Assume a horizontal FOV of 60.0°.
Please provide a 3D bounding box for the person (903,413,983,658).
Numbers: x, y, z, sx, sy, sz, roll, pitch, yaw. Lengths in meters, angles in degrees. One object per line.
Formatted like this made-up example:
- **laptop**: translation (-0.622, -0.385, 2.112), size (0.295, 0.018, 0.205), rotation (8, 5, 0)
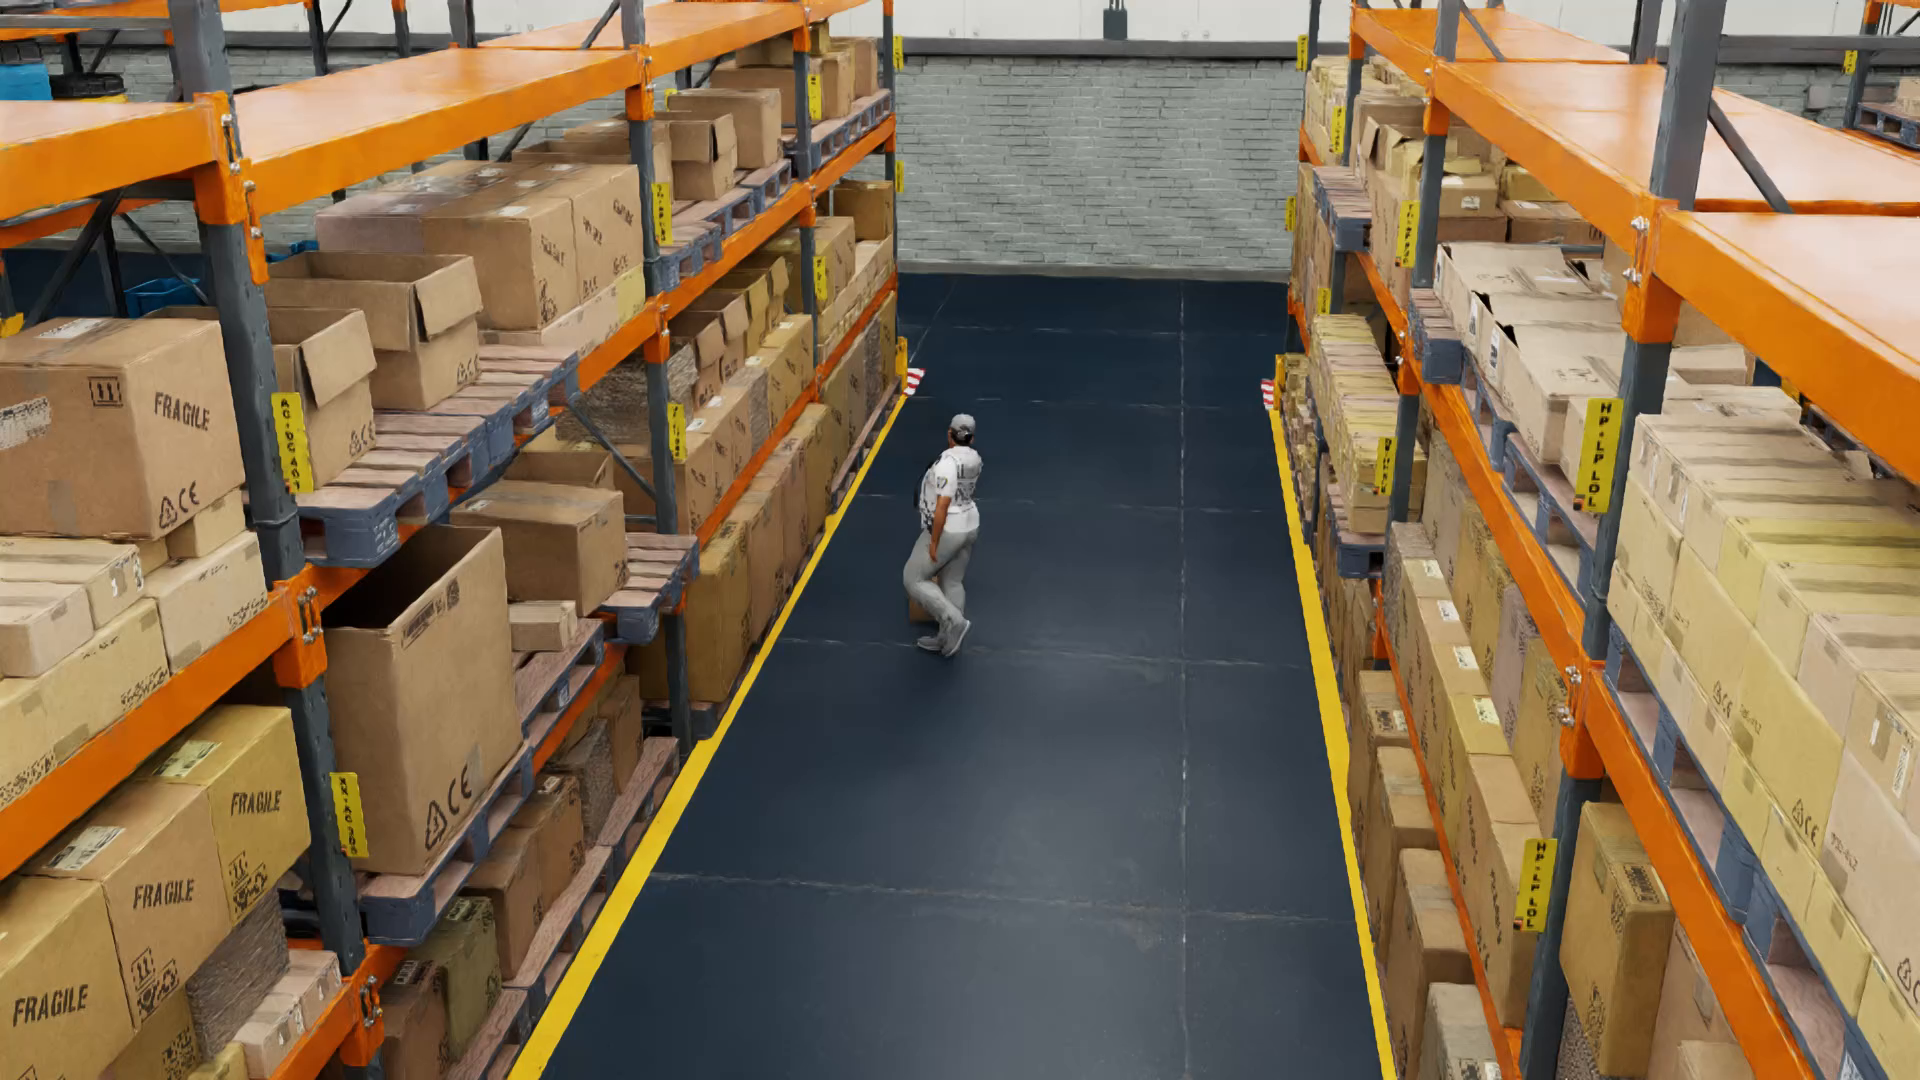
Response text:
- **person**: translation (-0.078, -0.030, 11.191), size (0.486, 1.622, 0.639), rotation (9, 23, 23)
